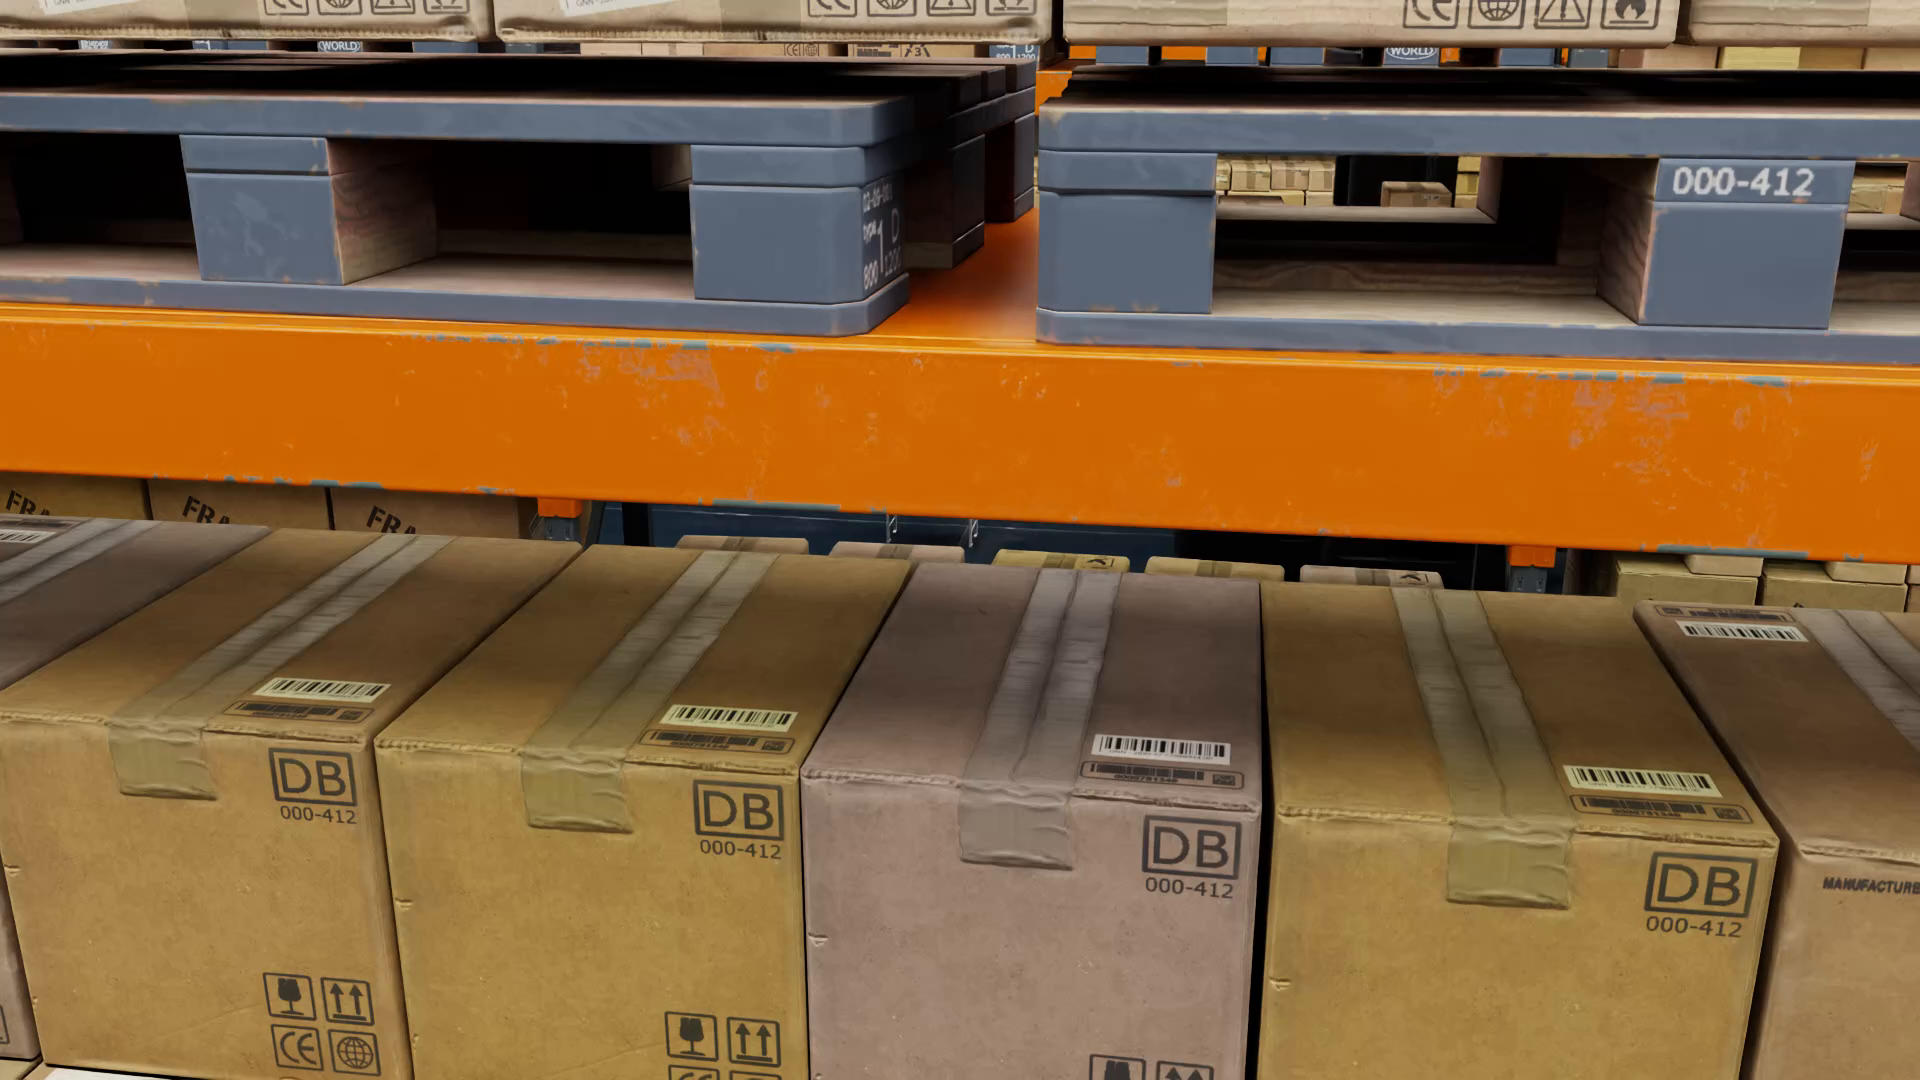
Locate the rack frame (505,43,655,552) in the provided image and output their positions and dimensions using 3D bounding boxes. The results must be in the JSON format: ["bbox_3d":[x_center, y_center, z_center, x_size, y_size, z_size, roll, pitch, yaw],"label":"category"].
[{"bbox_3d":[-1.638,-0.773,7.387,0.127,3.000,1.000,3,19,9],"label":"rack frame"}]

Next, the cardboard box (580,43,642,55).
[{"bbox_3d":[-1.354,-2.008,6.745,0.250,0.149,0.380,3,19,9],"label":"cardboard box"}]

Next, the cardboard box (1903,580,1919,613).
[{"bbox_3d":[3.893,0.341,6.546,0.500,0.500,0.500,4,19,12],"label":"cardboard box"}]

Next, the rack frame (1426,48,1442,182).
[{"bbox_3d":[3.095,-2.127,11.434,0.127,3.000,1.000,3,19,9],"label":"rack frame"}]

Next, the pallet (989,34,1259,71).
[{"bbox_3d":[0.694,-2.021,6.685,1.003,0.211,1.213,3,19,9],"label":"pallet"}]

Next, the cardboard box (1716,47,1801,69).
[{"bbox_3d":[2.829,-1.752,5.979,0.250,0.149,0.380,3,19,9],"label":"cardboard box"}]

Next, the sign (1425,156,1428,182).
[{"bbox_3d":[3.018,-2.468,10.753,0.005,0.325,0.100,3,19,9],"label":"sign"}]

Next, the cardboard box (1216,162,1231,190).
[{"bbox_3d":[1.702,-2.471,11.280,0.250,0.149,0.380,2,19,7],"label":"cardboard box"}]

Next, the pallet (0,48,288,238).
[{"bbox_3d":[-1.679,-0.535,2.244,1.003,0.211,1.213,4,19,11],"label":"pallet"}]

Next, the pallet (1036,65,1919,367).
[{"bbox_3d":[0.713,-0.379,1.782,1.217,0.209,0.805,2,19,6],"label":"pallet"}]

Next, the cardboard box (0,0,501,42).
[{"bbox_3d":[-0.642,-0.688,1.726,0.500,0.311,0.500,3,19,8],"label":"cardboard box"}]

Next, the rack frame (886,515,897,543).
[{"bbox_3d":[-0.404,-0.590,9.674,0.015,1.200,0.240,3,19,9],"label":"rack frame"}]

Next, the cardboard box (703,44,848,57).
[{"bbox_3d":[-0.704,-2.193,6.744,0.500,0.500,0.700,3,19,9],"label":"cardboard box"}]

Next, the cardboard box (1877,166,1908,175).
[{"bbox_3d":[3.704,-1.078,6.097,0.500,0.500,0.700,3,19,7],"label":"cardboard box"}]

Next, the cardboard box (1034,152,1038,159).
[{"bbox_3d":[0.520,-2.692,11.943,0.250,0.149,0.380,3,19,8],"label":"cardboard box"}]

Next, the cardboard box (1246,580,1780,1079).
[{"bbox_3d":[0.627,0.414,2.106,0.500,0.500,0.700,3,19,8],"label":"cardboard box"}]

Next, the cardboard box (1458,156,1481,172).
[{"bbox_3d":[3.363,-2.515,10.942,0.250,0.149,0.380,3,19,10],"label":"cardboard box"}]

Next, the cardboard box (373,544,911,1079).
[{"bbox_3d":[-0.371,0.362,2.260,0.500,0.500,0.700,3,19,8],"label":"cardboard box"}]

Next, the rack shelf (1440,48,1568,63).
[{"bbox_3d":[5.070,-3.108,10.771,4.000,0.370,1.077,3,19,9],"label":"rack shelf"}]

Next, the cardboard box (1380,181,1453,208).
[{"bbox_3d":[1.903,-1.402,6.955,0.250,0.149,0.380,3,19,8],"label":"cardboard box"}]

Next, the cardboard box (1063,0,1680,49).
[{"bbox_3d":[0.372,-0.607,1.581,0.500,0.250,0.500,3,19,8],"label":"cardboard box"}]

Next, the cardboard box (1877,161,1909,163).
[{"bbox_3d":[5.912,-2.417,10.652,0.250,0.149,0.380,3,19,9],"label":"cardboard box"}]

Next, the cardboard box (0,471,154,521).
[{"bbox_3d":[-4.069,-0.117,8.113,0.875,0.875,0.875,3,19,10],"label":"cardboard box"}]

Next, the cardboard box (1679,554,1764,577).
[{"bbox_3d":[2.965,0.009,6.517,0.250,0.149,0.380,3,19,9],"label":"cardboard box"}]

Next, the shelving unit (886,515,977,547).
[{"bbox_3d":[-0.163,-0.577,9.638,0.503,1.200,0.258,3,19,9],"label":"shelving unit"}]

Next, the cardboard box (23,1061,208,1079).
[{"bbox_3d":[-0.923,0.892,2.251,0.500,0.500,0.500,3,19,9],"label":"cardboard box"}]

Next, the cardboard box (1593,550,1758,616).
[{"bbox_3d":[2.851,0.291,6.695,0.500,0.500,0.500,4,19,11],"label":"cardboard box"}]

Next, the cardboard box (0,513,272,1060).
[{"bbox_3d":[-1.382,0.312,2.411,0.500,0.500,0.700,3,19,8],"label":"cardboard box"}]

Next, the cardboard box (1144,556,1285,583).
[{"bbox_3d":[1.083,0.414,7.318,0.625,0.372,0.950,4,19,12],"label":"cardboard box"}]

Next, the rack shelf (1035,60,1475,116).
[{"bbox_3d":[0.337,-1.754,6.725,4.000,0.370,1.077,3,19,9],"label":"rack shelf"}]

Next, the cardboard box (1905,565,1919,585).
[{"bbox_3d":[3.739,0.047,6.404,0.250,0.149,0.380,4,19,12],"label":"cardboard box"}]

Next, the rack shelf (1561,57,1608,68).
[{"bbox_3d":[4.286,-1.553,6.123,4.000,0.370,1.077,3,19,9],"label":"rack shelf"}]

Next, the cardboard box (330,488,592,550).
[{"bbox_3d":[-2.307,-0.026,7.840,0.875,0.875,0.875,3,19,8],"label":"cardboard box"}]

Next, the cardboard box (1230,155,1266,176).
[{"bbox_3d":[2.023,-2.616,11.716,0.250,0.149,0.380,3,19,8],"label":"cardboard box"}]

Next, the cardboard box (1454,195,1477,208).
[{"bbox_3d":[3.492,-2.071,11.107,0.500,0.500,0.500,2,19,7],"label":"cardboard box"}]

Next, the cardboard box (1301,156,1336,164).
[{"bbox_3d":[2.525,-2.597,11.658,0.250,0.149,0.380,2,19,7],"label":"cardboard box"}]

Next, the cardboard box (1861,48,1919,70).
[{"bbox_3d":[3.333,-1.749,5.973,0.250,0.149,0.380,3,19,10],"label":"cardboard box"}]

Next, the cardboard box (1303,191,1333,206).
[{"bbox_3d":[2.570,-2.238,11.213,0.500,0.250,0.500,3,19,7],"label":"cardboard box"}]

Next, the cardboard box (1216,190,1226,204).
[{"bbox_3d":[1.557,-2.289,11.366,0.500,0.250,0.500,3,19,10],"label":"cardboard box"}]

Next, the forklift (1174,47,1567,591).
[{"bbox_3d":[2.748,-1.287,9.032,3.031,2.935,1.130,2,19,6],"label":"forklift"}]

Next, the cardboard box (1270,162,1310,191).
[{"bbox_3d":[2.232,-2.466,11.267,0.250,0.149,0.380,3,19,9],"label":"cardboard box"}]

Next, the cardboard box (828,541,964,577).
[{"bbox_3d":[-0.352,0.340,7.540,0.625,0.372,0.950,3,19,8],"label":"cardboard box"}]

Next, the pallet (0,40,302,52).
[{"bbox_3d":[-3.387,-2.178,7.154,1.213,0.211,1.003,4,19,11],"label":"pallet"}]
